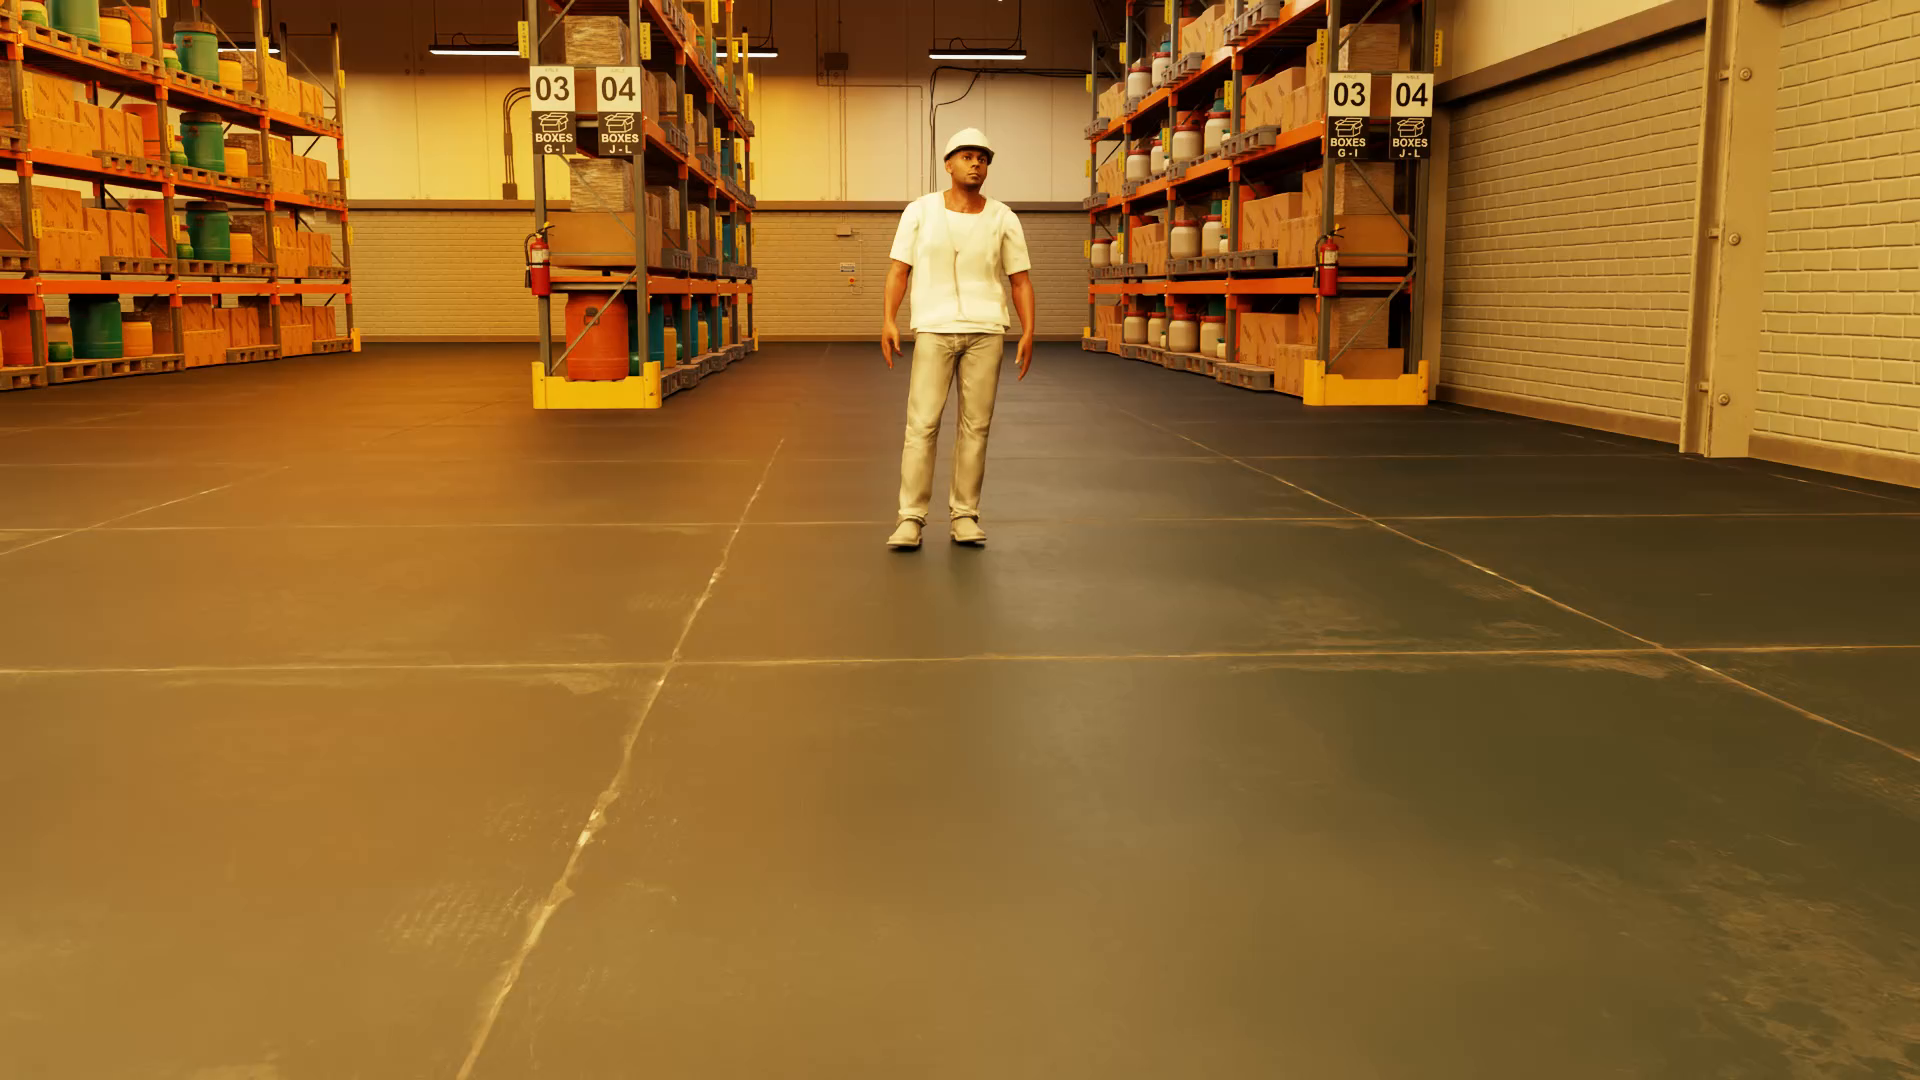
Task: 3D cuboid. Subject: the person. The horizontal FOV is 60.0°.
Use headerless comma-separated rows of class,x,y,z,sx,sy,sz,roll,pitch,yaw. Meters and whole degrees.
person,-0.002,-0.871,7.110,0.665,1.765,0.577,-1,8,-4
